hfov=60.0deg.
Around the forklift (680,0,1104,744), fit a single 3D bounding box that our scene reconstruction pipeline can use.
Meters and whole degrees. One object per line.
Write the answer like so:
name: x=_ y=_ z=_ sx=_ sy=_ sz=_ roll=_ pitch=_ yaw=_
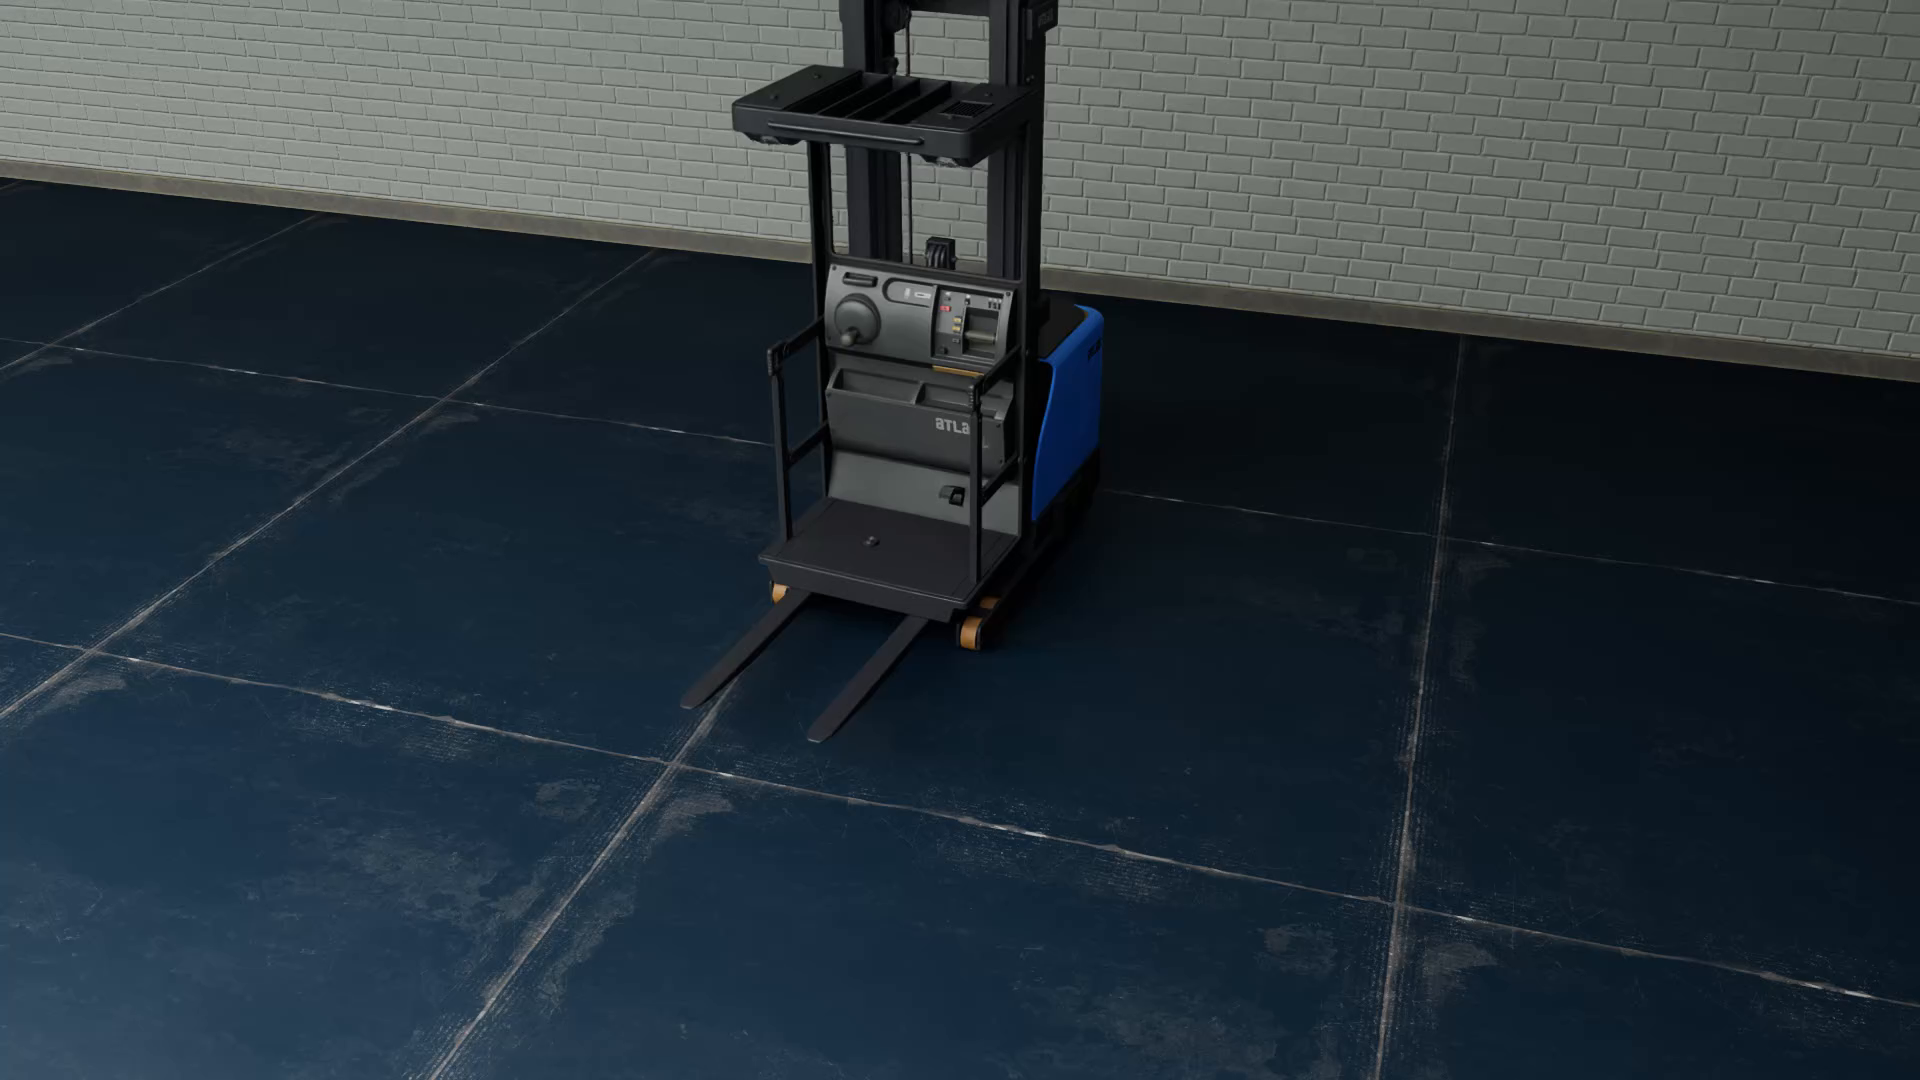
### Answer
forklift: x=-0.279 y=-0.996 z=7.526 sx=1.130 sy=2.935 sz=3.031 roll=12 pitch=31 yaw=20
